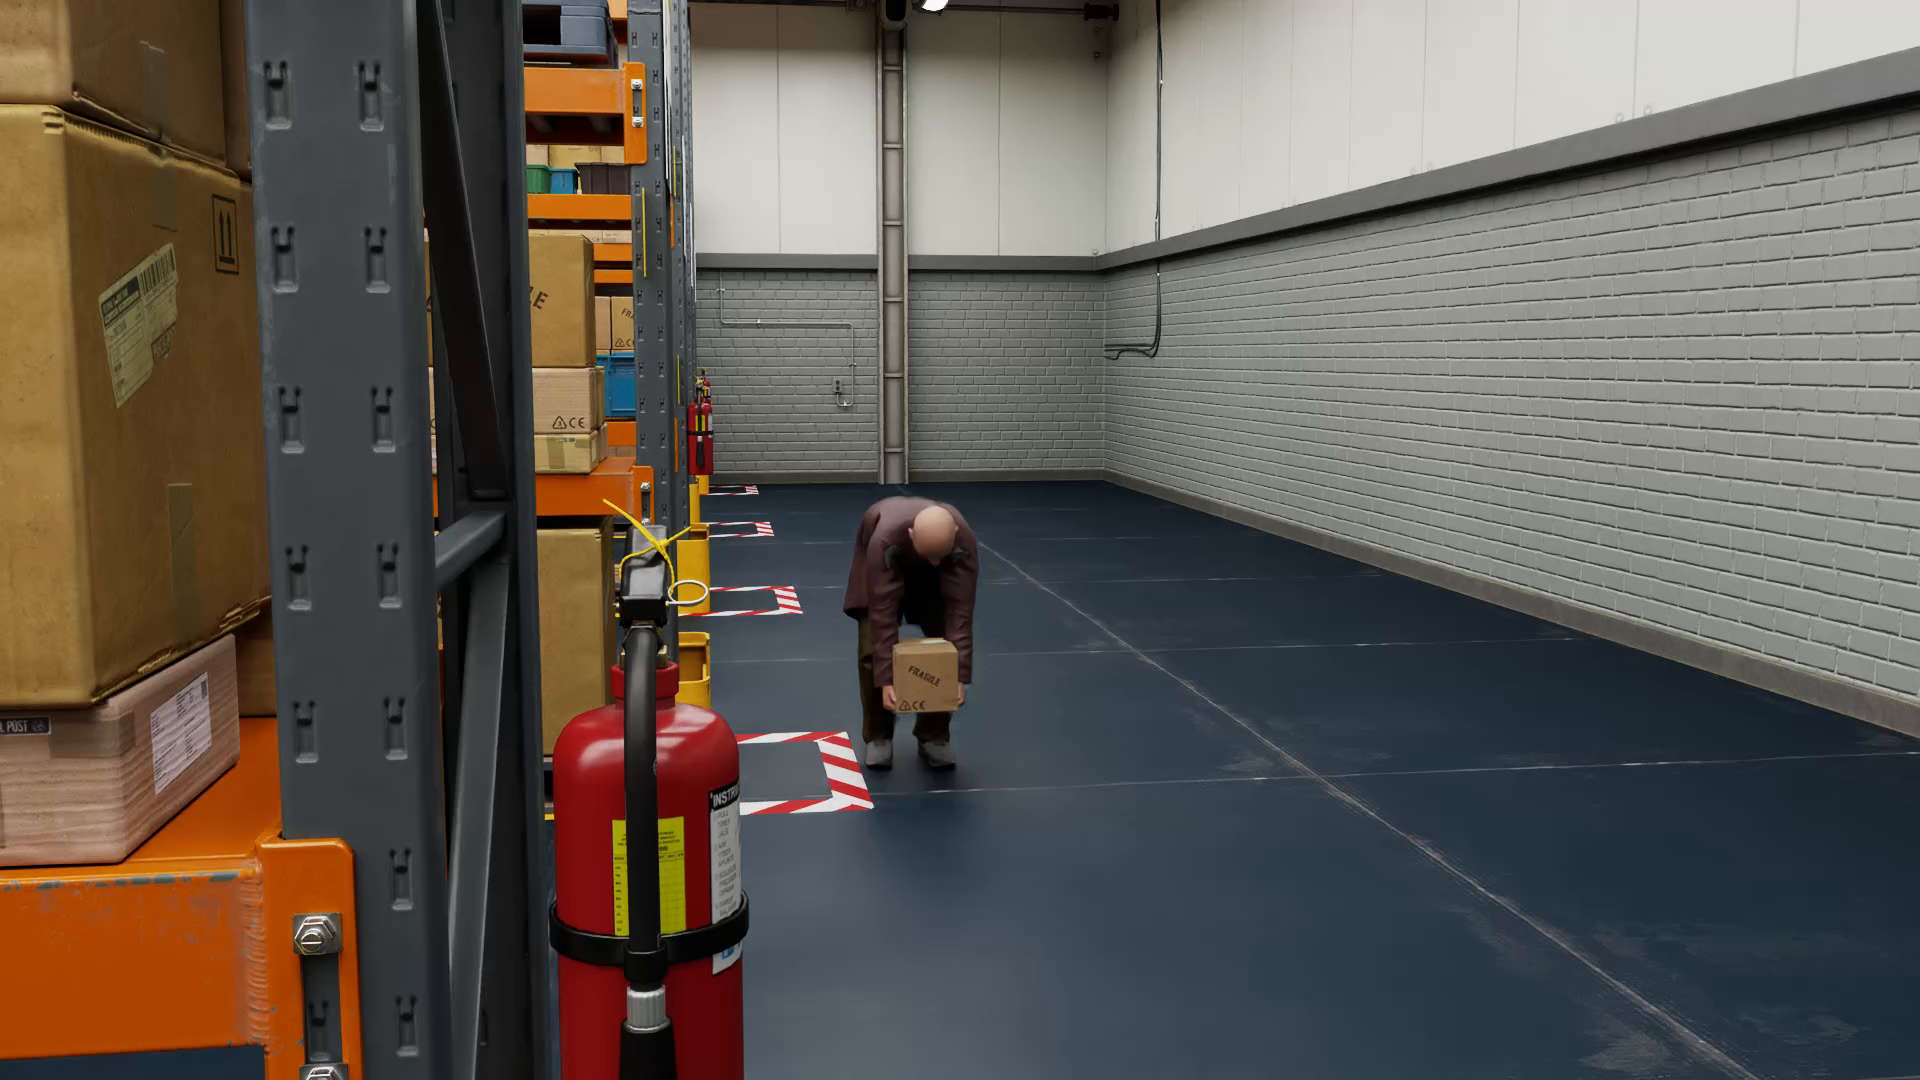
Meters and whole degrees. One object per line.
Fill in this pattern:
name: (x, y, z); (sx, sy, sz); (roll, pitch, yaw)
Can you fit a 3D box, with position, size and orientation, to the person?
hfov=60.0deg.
person: (-0.188, 0.403, 6.959); (0.558, 1.157, 0.945); (-1, 6, -11)
